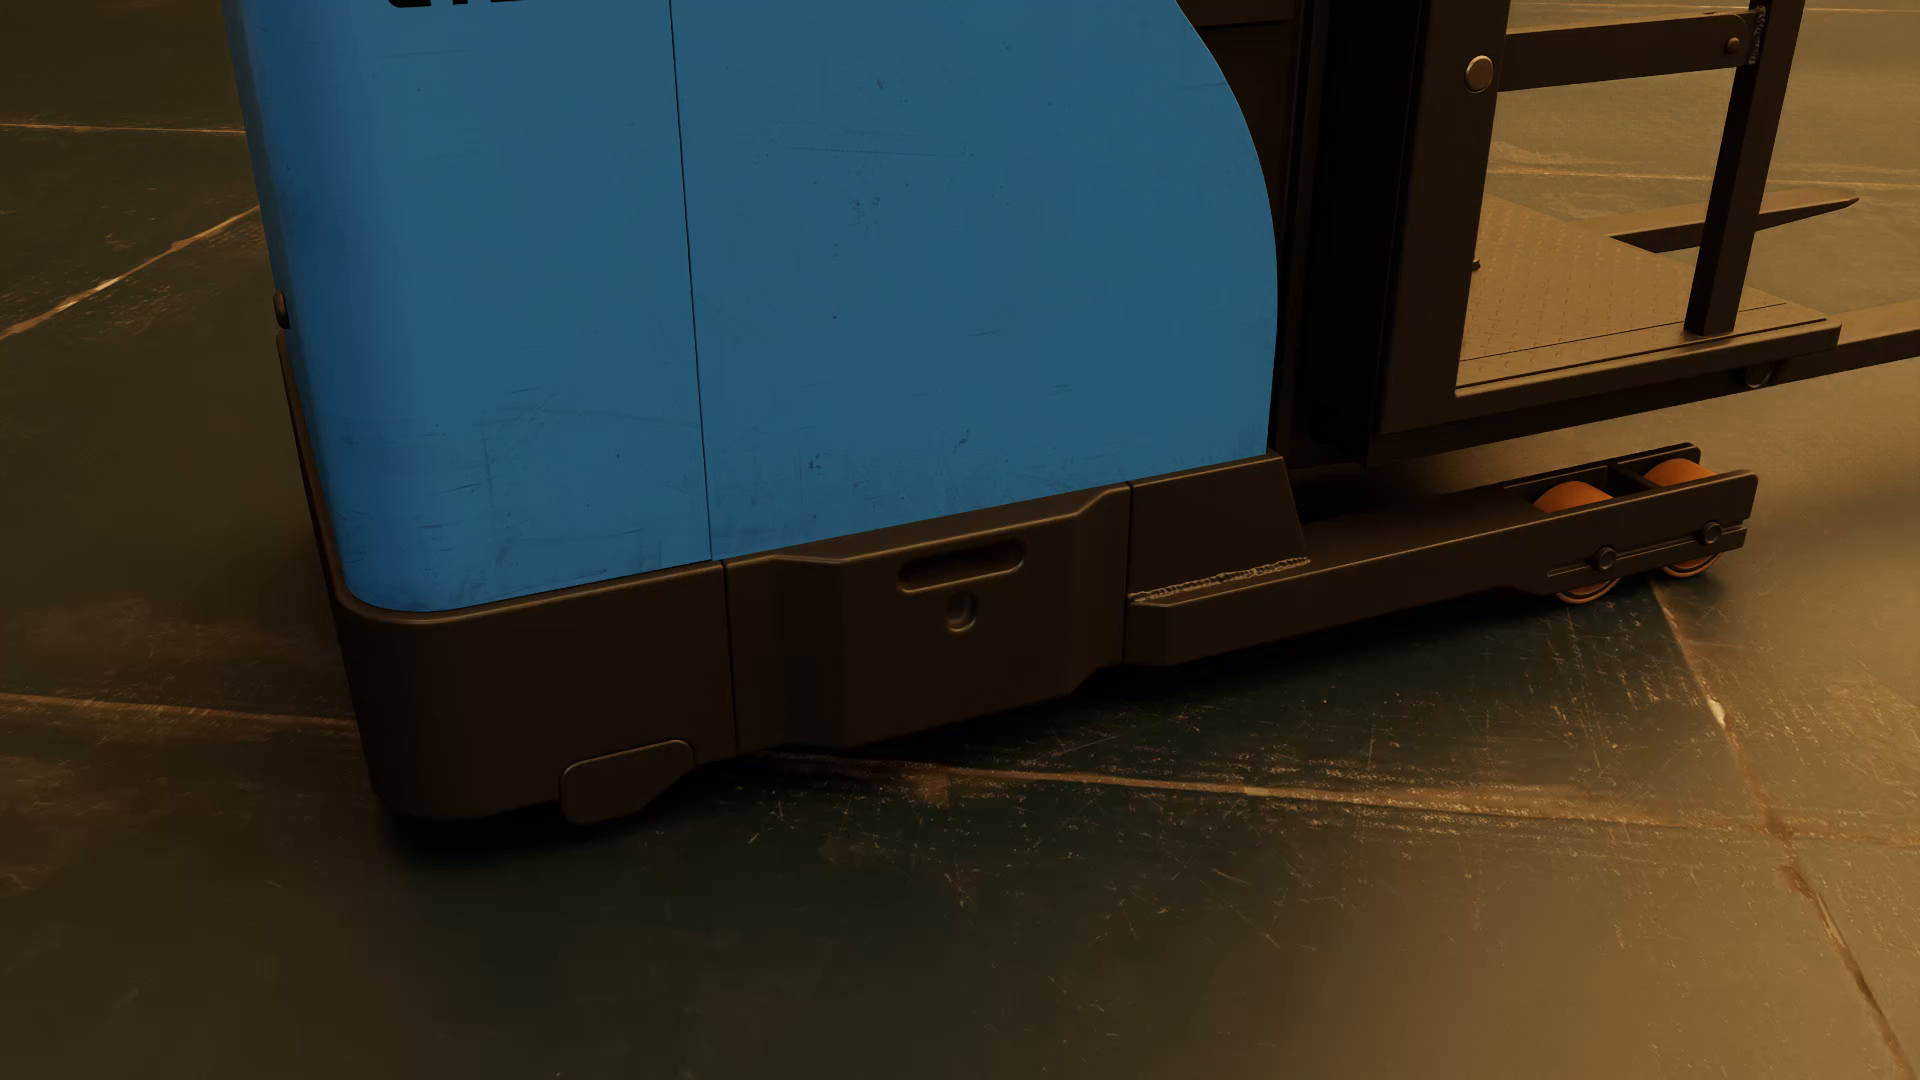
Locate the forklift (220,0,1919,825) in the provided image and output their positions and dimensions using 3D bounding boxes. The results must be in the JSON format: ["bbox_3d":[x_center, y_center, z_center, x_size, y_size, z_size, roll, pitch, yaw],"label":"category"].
[{"bbox_3d":[0.575,-1.426,2.076,3.031,2.935,1.130,-11,29,-21],"label":"forklift"}]
